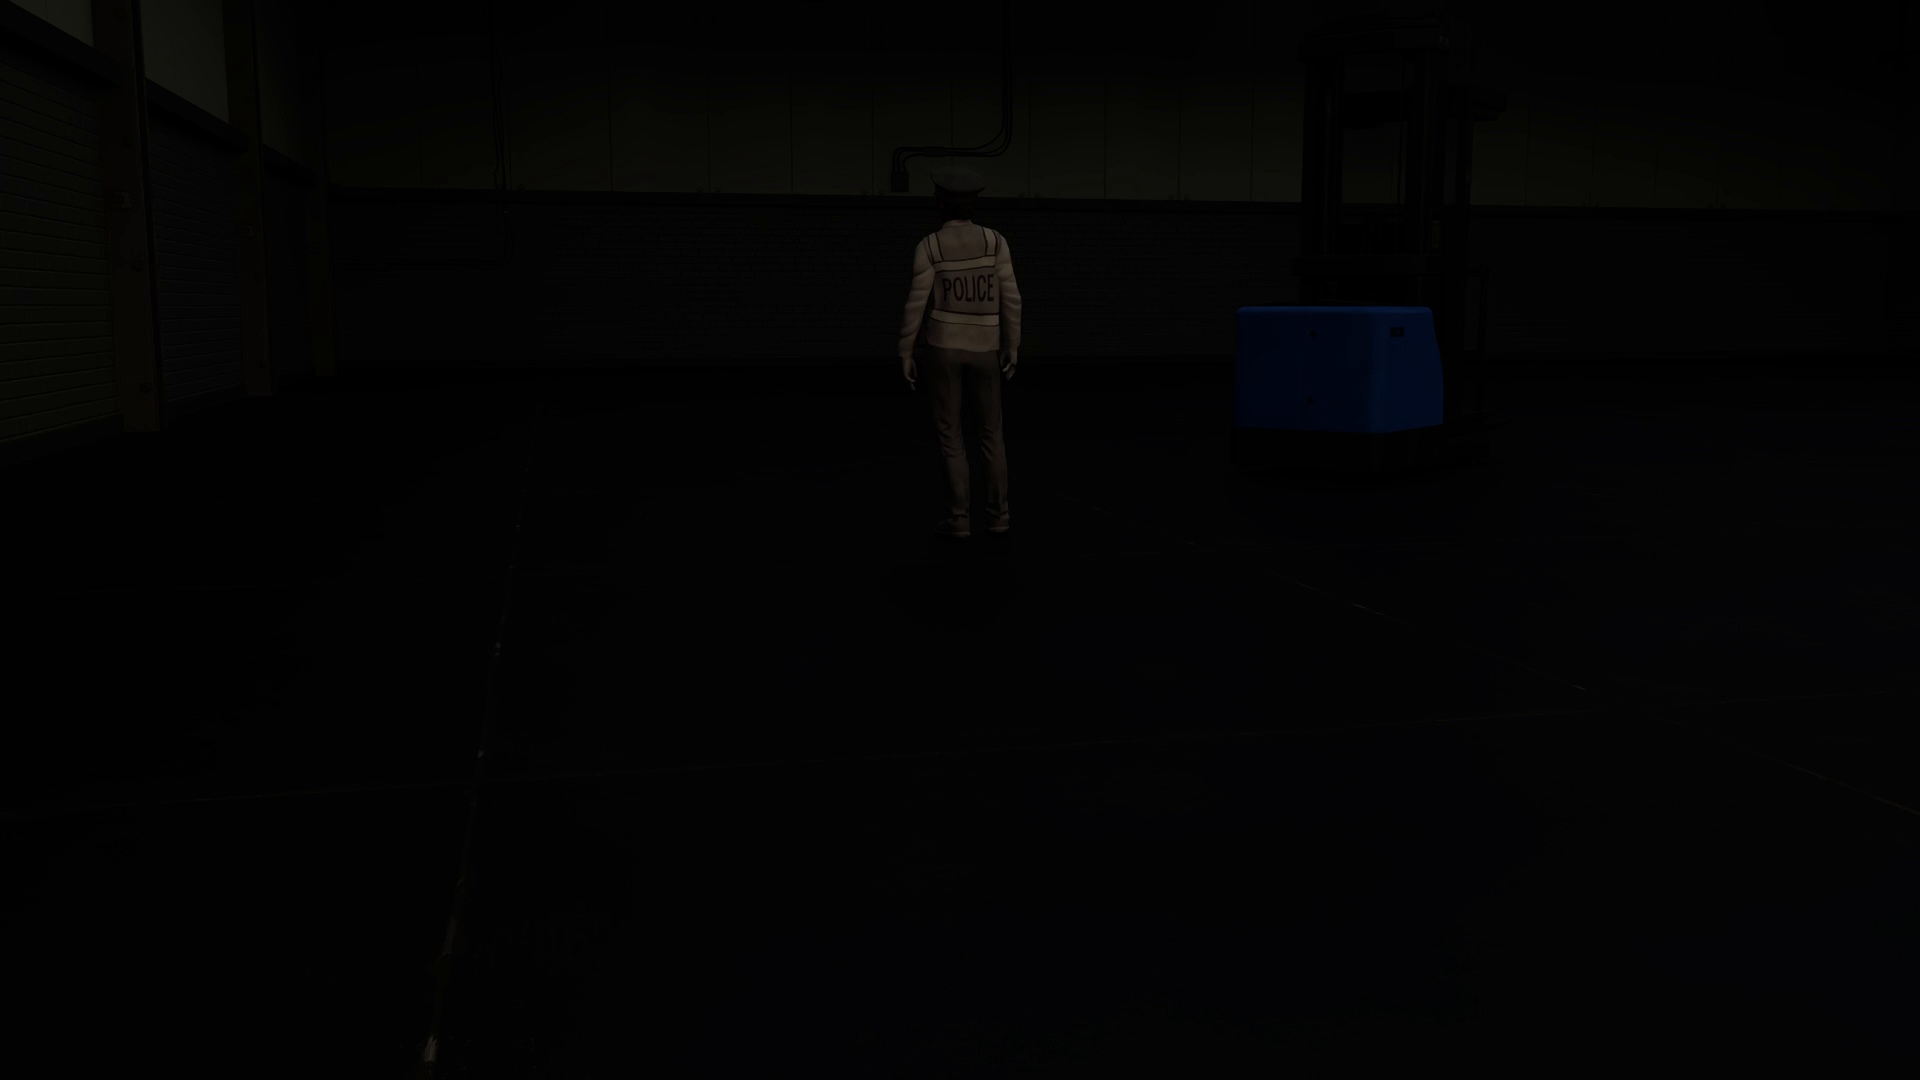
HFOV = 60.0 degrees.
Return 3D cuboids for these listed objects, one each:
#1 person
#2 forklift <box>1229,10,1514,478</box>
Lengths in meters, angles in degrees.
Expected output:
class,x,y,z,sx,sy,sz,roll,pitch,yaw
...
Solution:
class,x,y,z,sx,sy,sz,roll,pitch,yaw
person,-0.009,-0.856,7.657,0.586,1.694,0.530,-2,8,-13
forklift,3.010,-1.991,11.357,1.130,2.935,3.031,6,10,36
